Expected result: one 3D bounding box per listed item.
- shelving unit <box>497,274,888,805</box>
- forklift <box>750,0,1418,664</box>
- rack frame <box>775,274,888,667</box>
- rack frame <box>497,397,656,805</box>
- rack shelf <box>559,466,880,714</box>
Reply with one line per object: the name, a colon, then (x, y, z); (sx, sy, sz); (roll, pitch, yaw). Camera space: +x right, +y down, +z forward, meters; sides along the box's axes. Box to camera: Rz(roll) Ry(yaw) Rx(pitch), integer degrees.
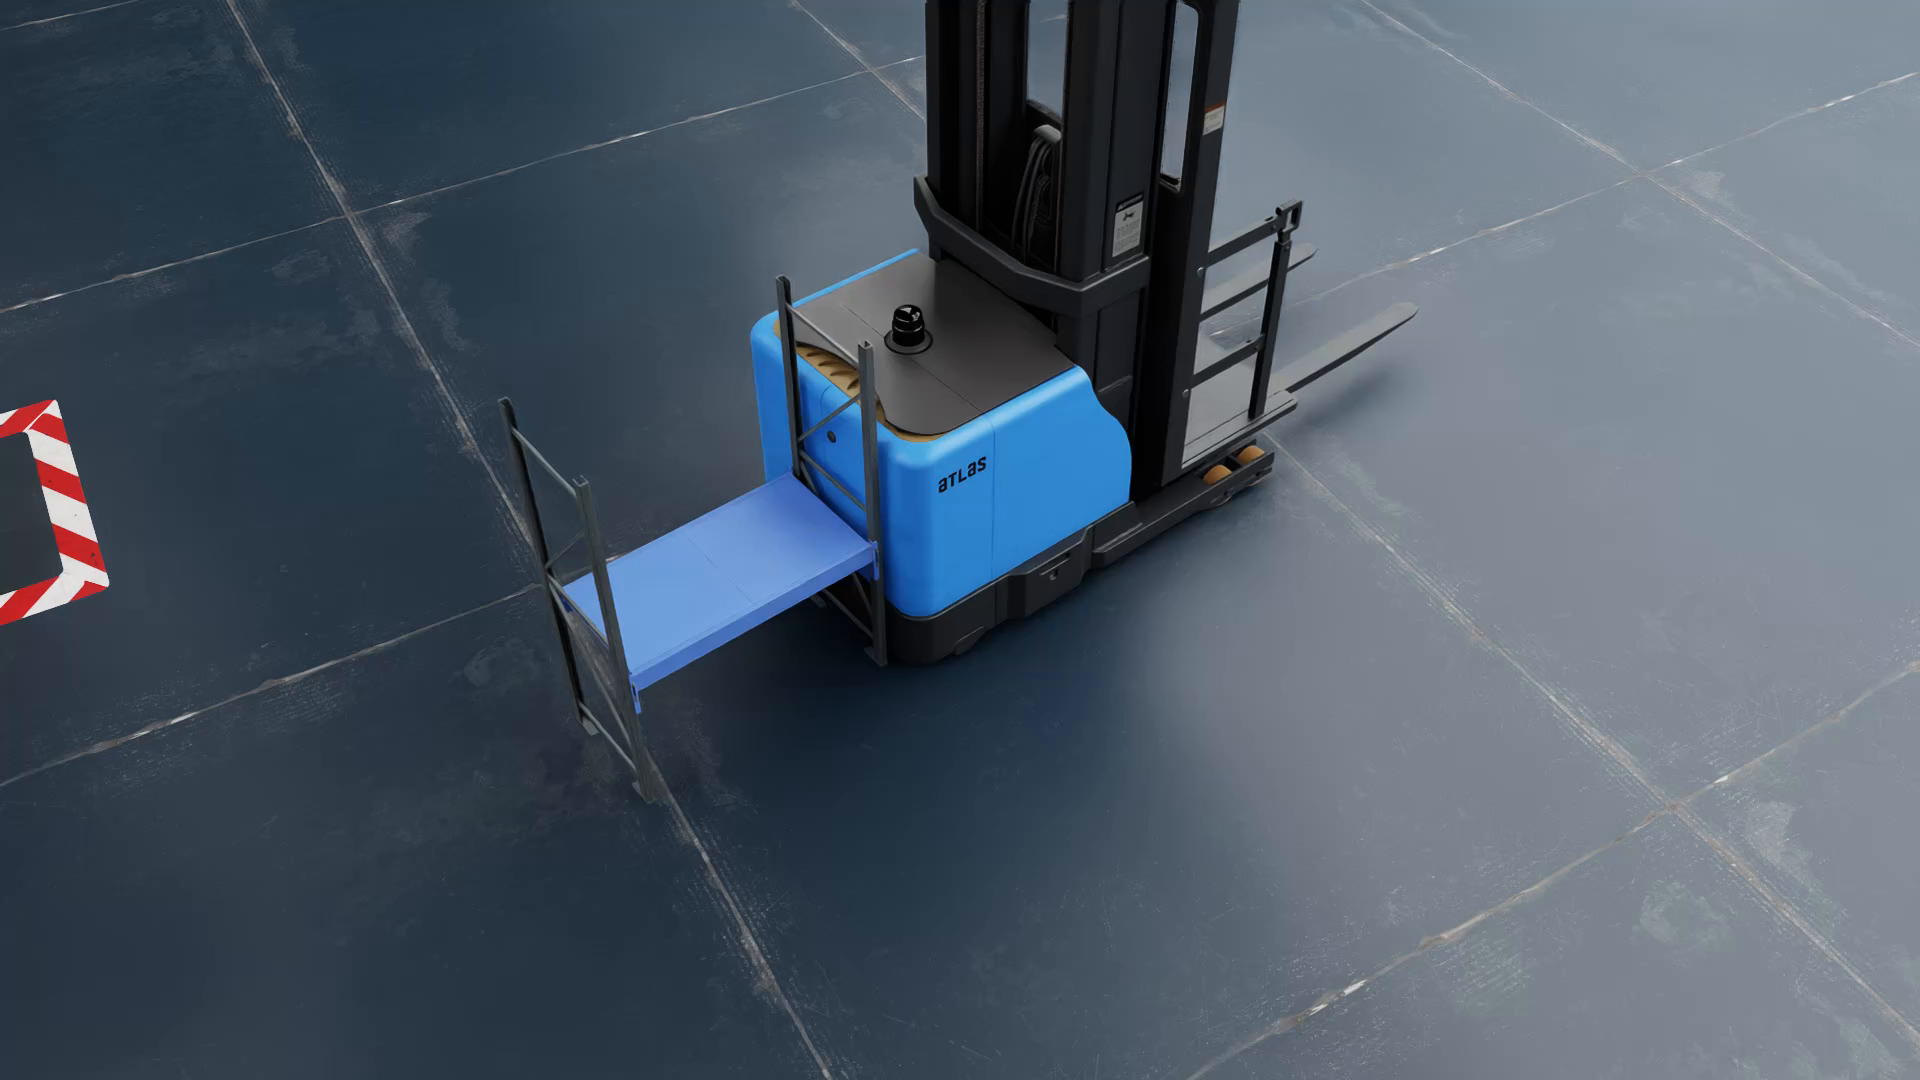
shelving unit: (-0.837, 0.022, 5.650); (1.048, 1.500, 0.538); (-29, 51, -27)
forklift: (-8.931, -2.421, 7.140); (16.233, 2.935, 15.389); (-29, 51, -27)
rack frame: (-0.442, -0.201, 5.880); (0.032, 1.500, 0.500); (-29, 51, -27)
rack frame: (-1.232, 0.245, 5.421); (0.032, 1.500, 0.500); (-29, 51, -27)
rack shelf: (-0.837, 0.151, 5.776); (1.000, 0.185, 0.538); (-29, 51, -27)
